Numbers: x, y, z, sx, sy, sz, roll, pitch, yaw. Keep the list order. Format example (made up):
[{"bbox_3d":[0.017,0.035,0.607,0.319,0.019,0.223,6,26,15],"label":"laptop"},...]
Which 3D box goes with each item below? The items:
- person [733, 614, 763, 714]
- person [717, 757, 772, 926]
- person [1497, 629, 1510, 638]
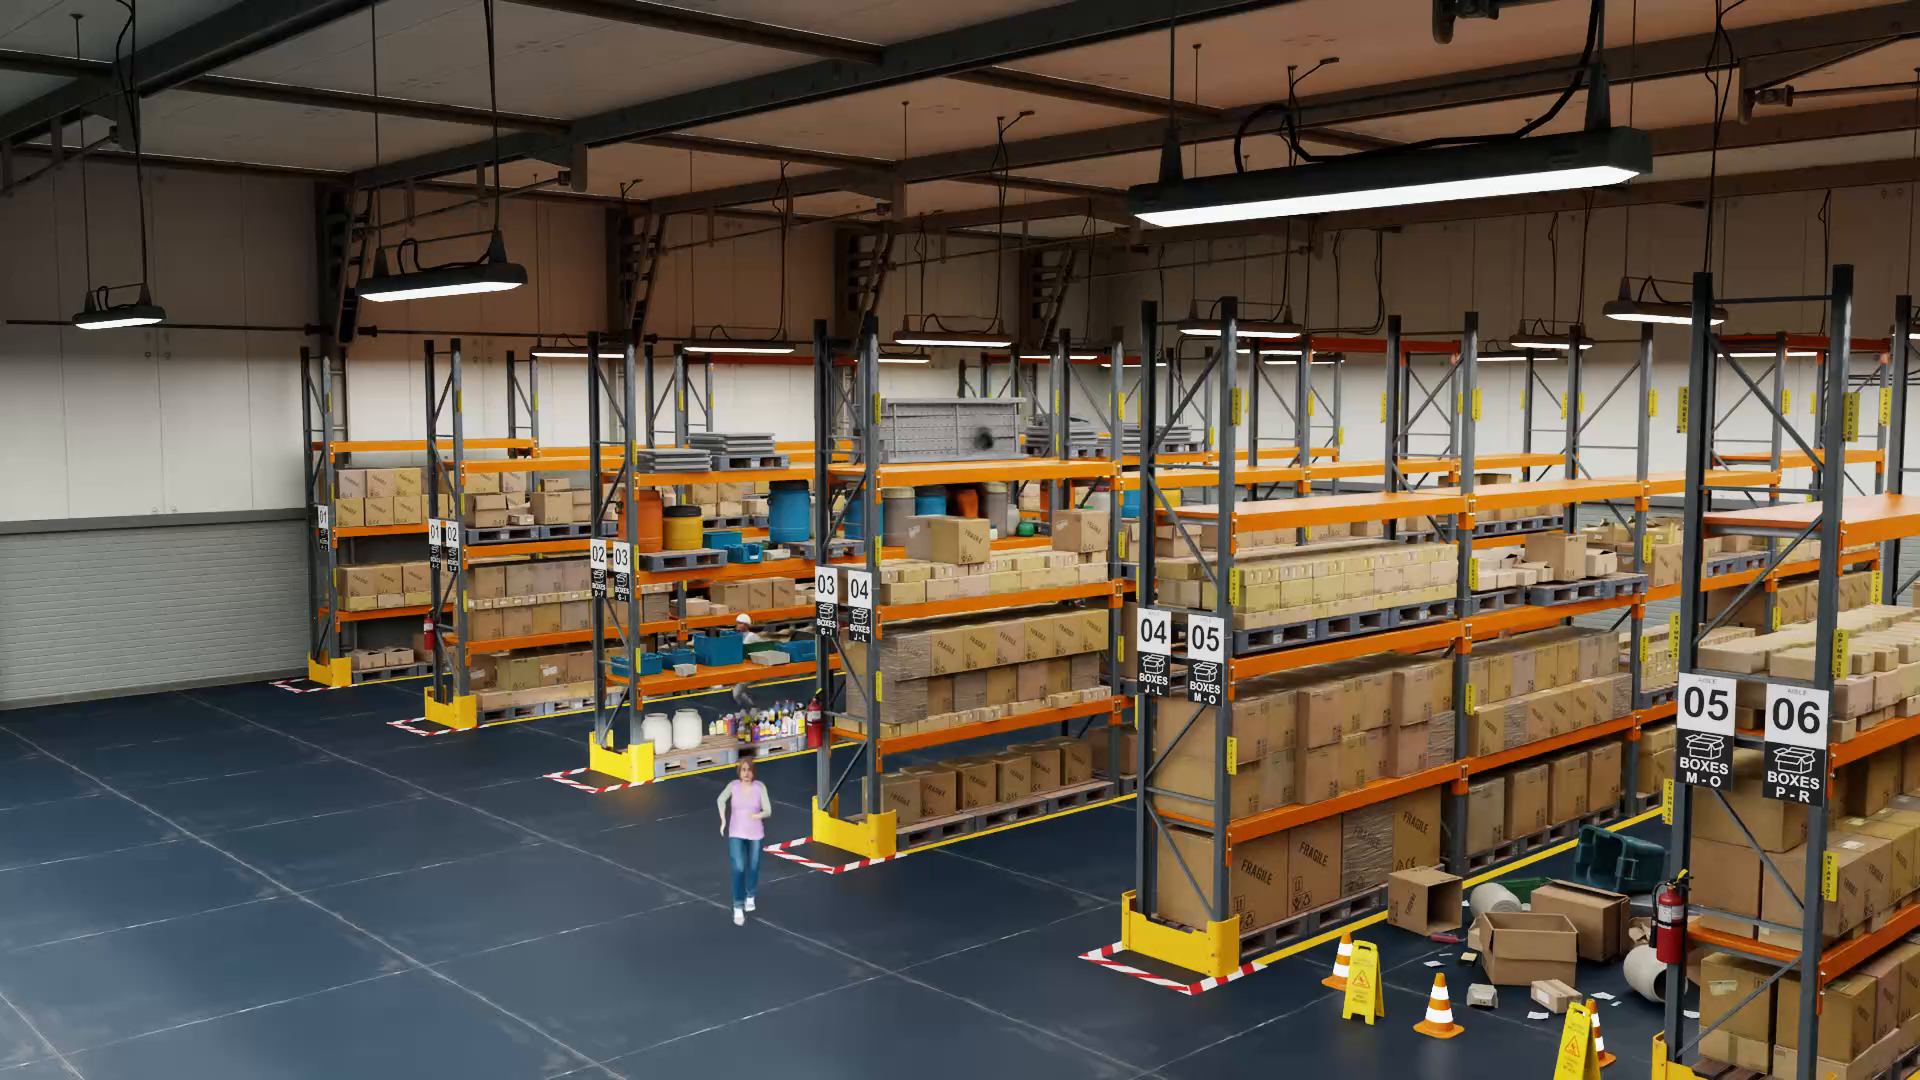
[{"bbox_3d":[-3.387,2.019,25.810,0.662,1.745,0.638,5,7,43],"label":"person"},{"bbox_3d":[-2.102,2.937,16.282,0.506,1.631,0.690,-1,5,-12],"label":"person"},{"bbox_3d":[8.314,2.142,25.446,0.546,1.587,0.813,5,7,43],"label":"person"}]
